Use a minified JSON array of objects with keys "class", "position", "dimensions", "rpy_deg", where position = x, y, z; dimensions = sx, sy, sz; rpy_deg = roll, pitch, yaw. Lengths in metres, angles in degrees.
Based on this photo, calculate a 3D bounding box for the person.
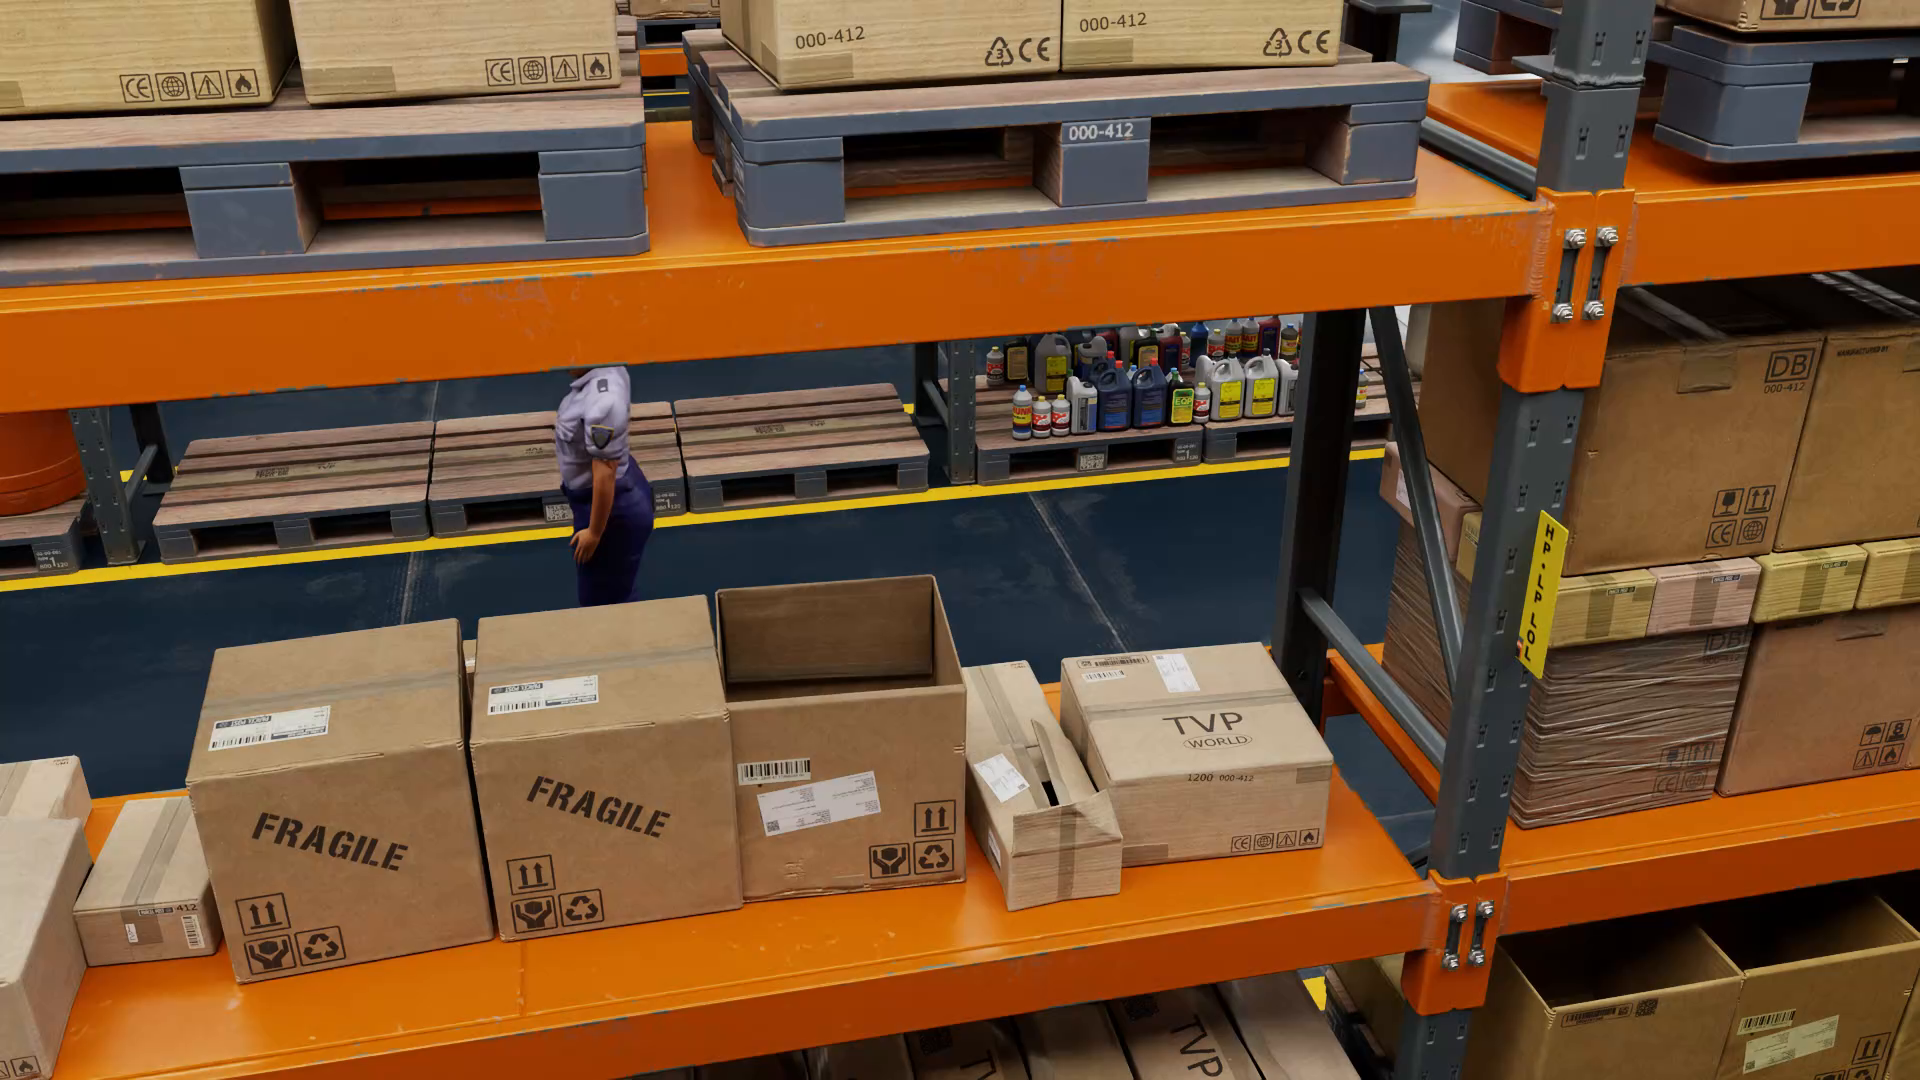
[{"class":"person","position":[-1.354,-0.096,6.344],"dimensions":[0.308,1.637,0.478],"rpy_deg":[-5,27,-10]}]
